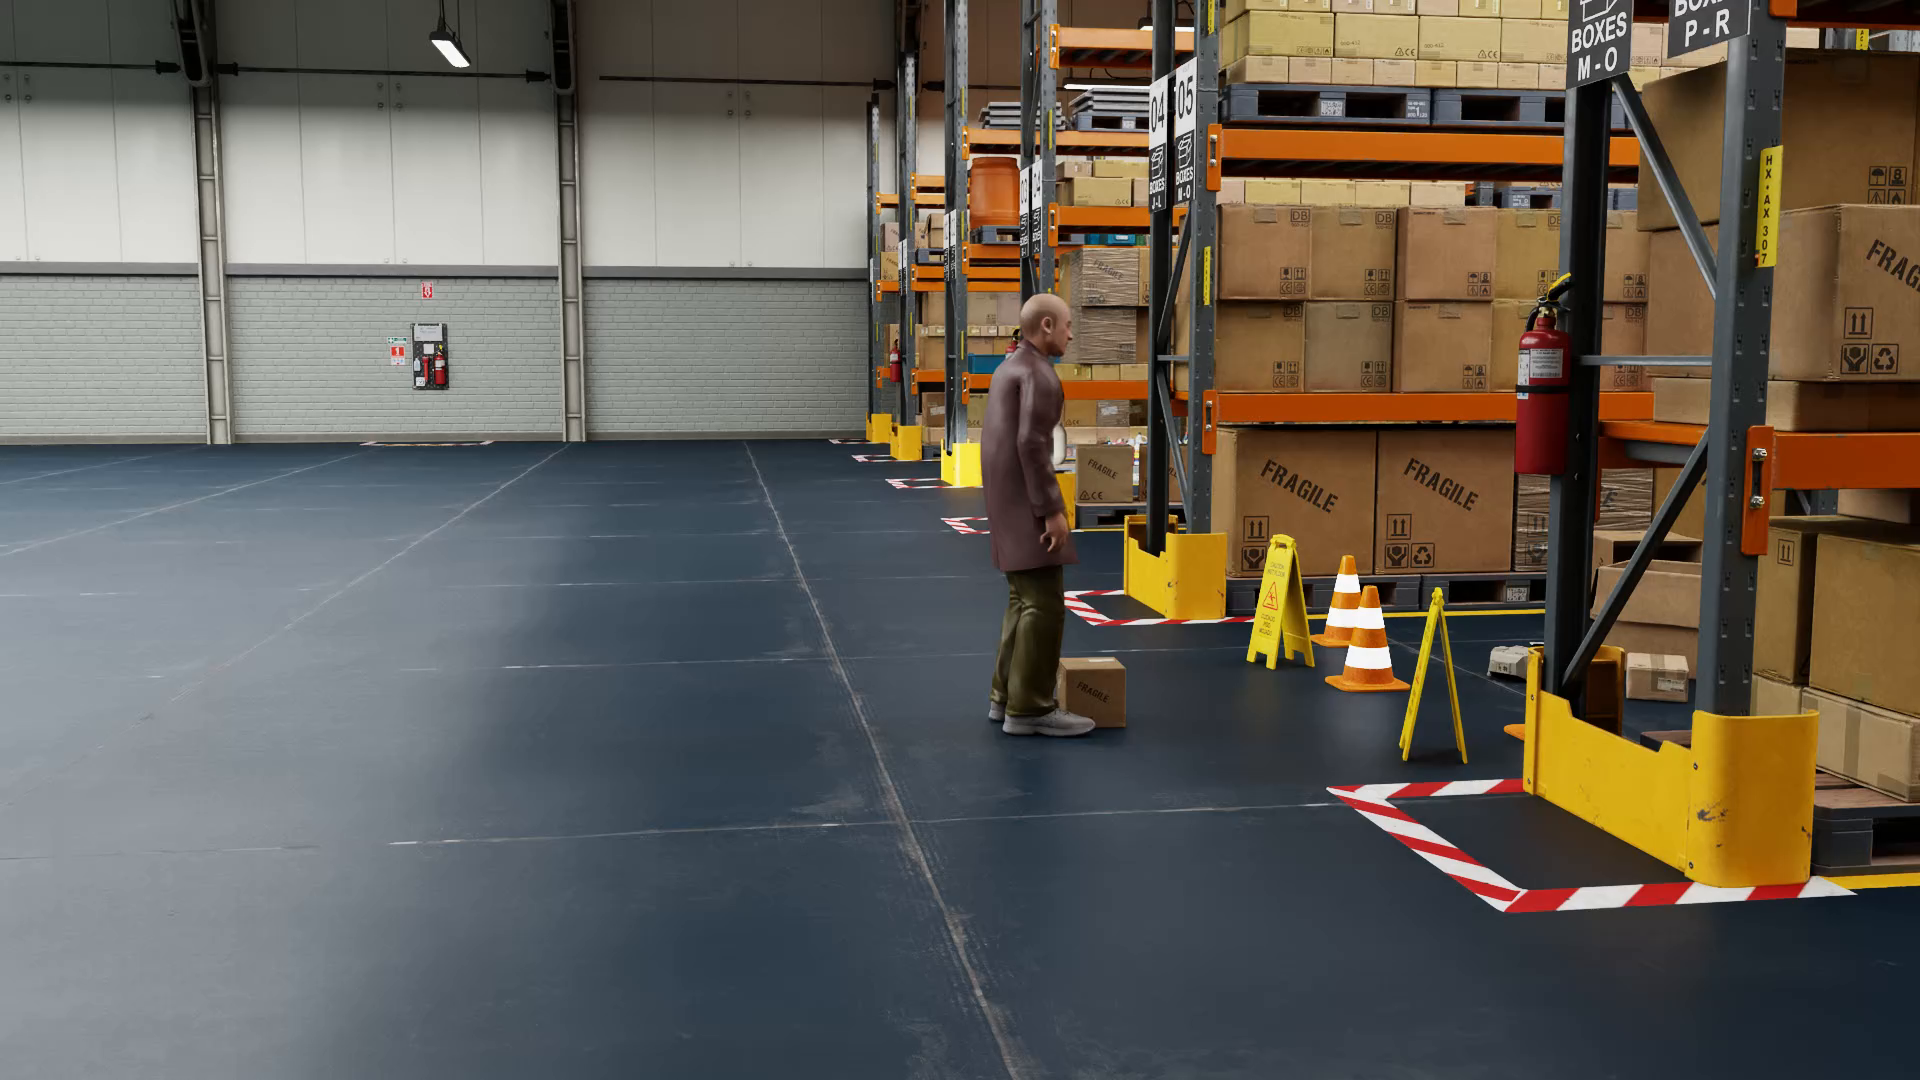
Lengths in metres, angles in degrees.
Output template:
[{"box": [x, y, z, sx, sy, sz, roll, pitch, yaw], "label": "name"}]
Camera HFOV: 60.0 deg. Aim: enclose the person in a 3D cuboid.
[{"box": [0.300, -0.116, 6.821, 0.420, 1.774, 0.643, -1, 6, -9], "label": "person"}]
